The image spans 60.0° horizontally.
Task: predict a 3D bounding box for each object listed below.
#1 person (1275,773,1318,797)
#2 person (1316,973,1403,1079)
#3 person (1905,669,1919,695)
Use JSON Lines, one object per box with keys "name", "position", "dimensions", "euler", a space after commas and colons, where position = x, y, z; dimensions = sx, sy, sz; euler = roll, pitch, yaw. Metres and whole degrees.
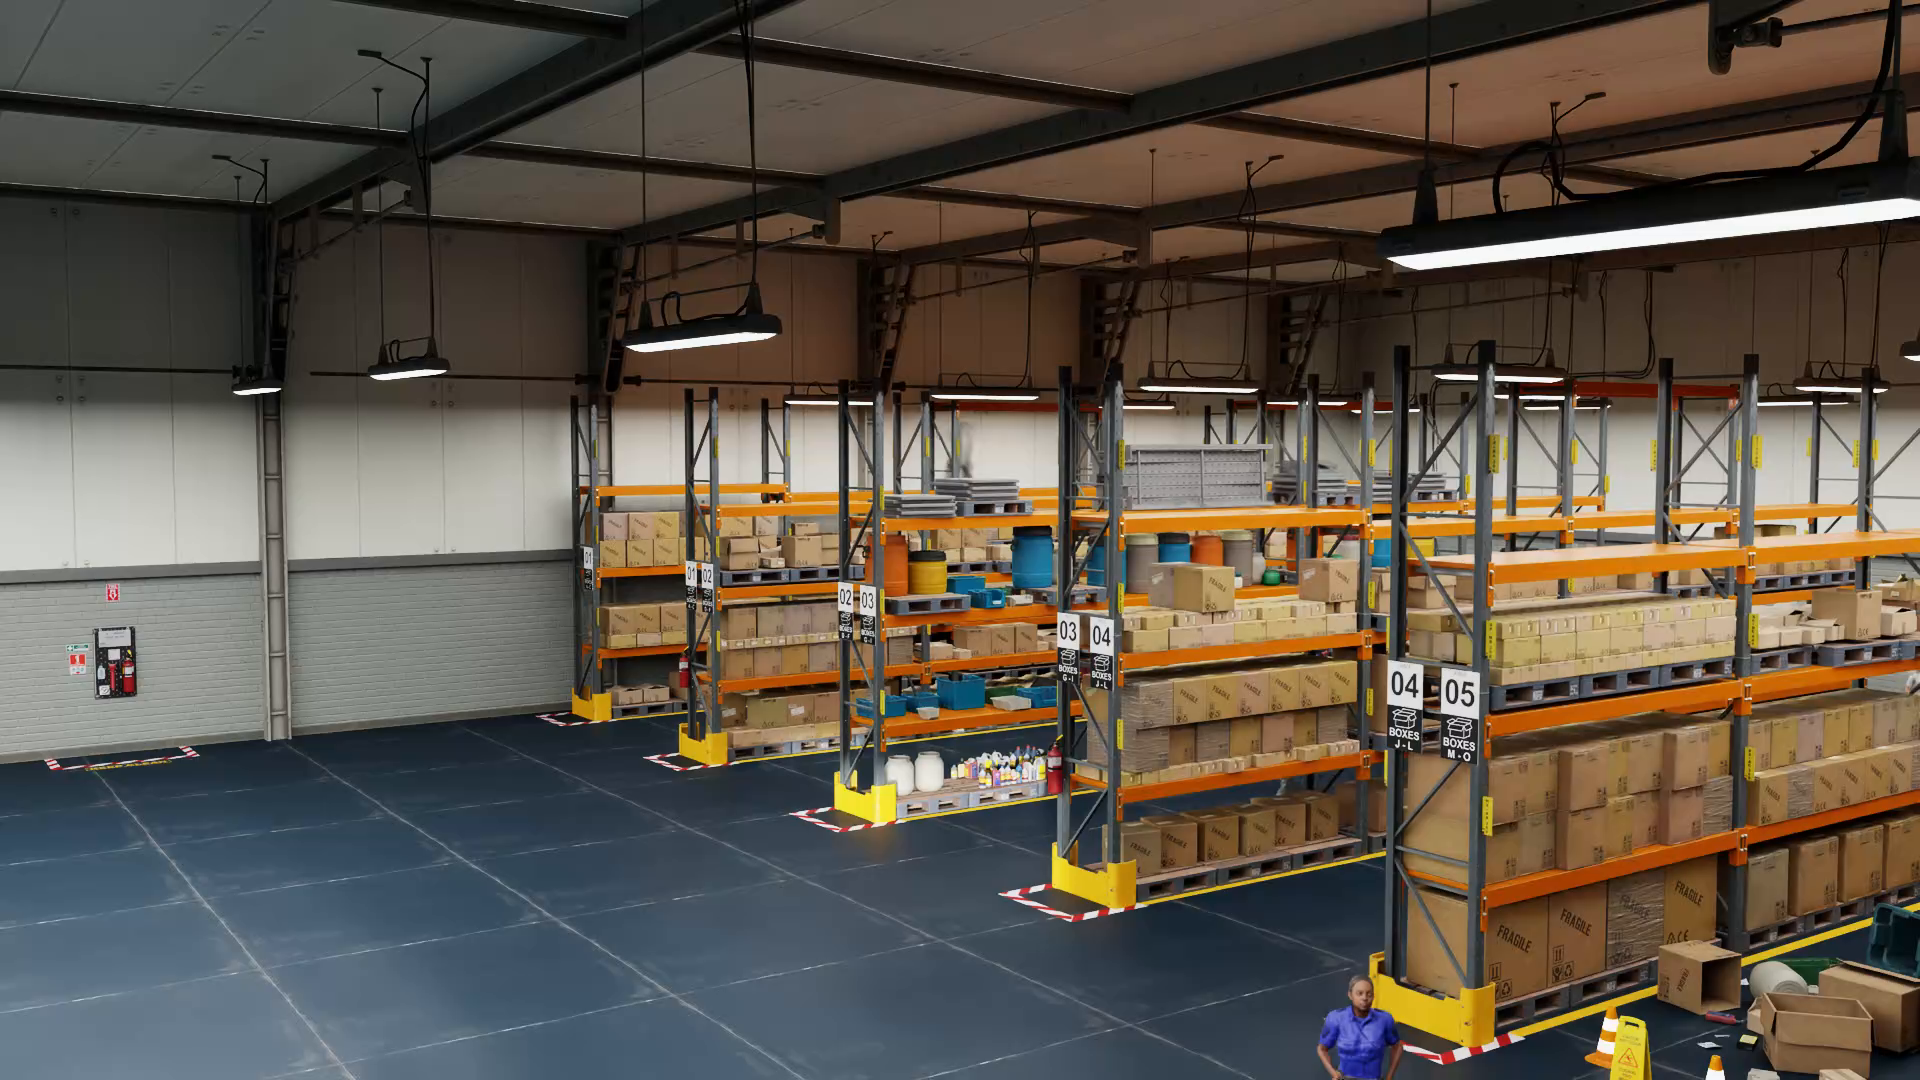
{"name": "person", "position": [4.939, 2.879, 24.321], "dimensions": [1.043, 1.735, 0.700], "euler": [-3, 5, -43]}
{"name": "person", "position": [2.651, 3.694, 11.049], "dimensions": [0.564, 1.622, 0.553], "euler": [1, 4, 14]}
{"name": "person", "position": [15.668, 2.724, 27.016], "dimensions": [0.573, 1.631, 0.754], "euler": [2, 4, 24]}
